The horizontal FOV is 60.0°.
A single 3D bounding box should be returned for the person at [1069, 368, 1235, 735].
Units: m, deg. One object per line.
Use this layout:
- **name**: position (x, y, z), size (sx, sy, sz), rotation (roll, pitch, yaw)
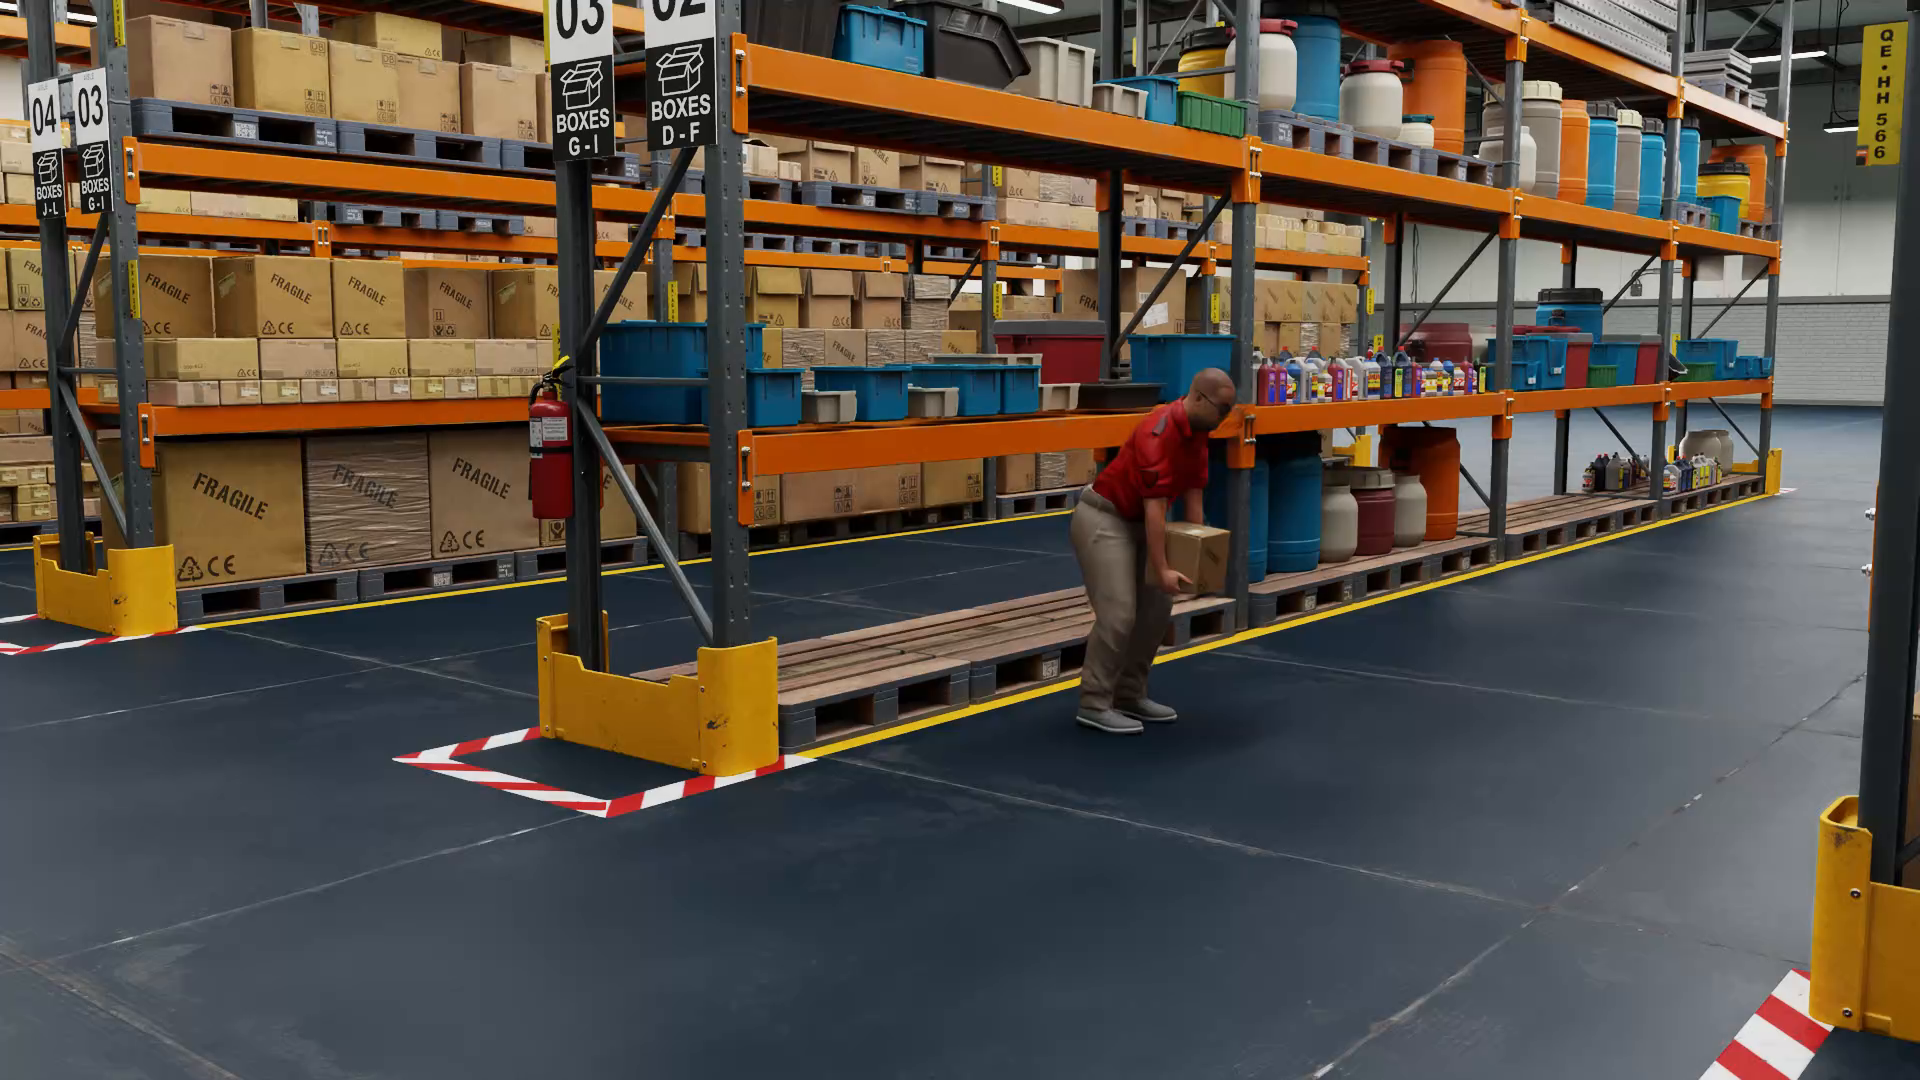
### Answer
- **person**: position (0.838, 0.043, 7.168), size (0.718, 1.567, 0.478), rotation (5, 8, 37)
